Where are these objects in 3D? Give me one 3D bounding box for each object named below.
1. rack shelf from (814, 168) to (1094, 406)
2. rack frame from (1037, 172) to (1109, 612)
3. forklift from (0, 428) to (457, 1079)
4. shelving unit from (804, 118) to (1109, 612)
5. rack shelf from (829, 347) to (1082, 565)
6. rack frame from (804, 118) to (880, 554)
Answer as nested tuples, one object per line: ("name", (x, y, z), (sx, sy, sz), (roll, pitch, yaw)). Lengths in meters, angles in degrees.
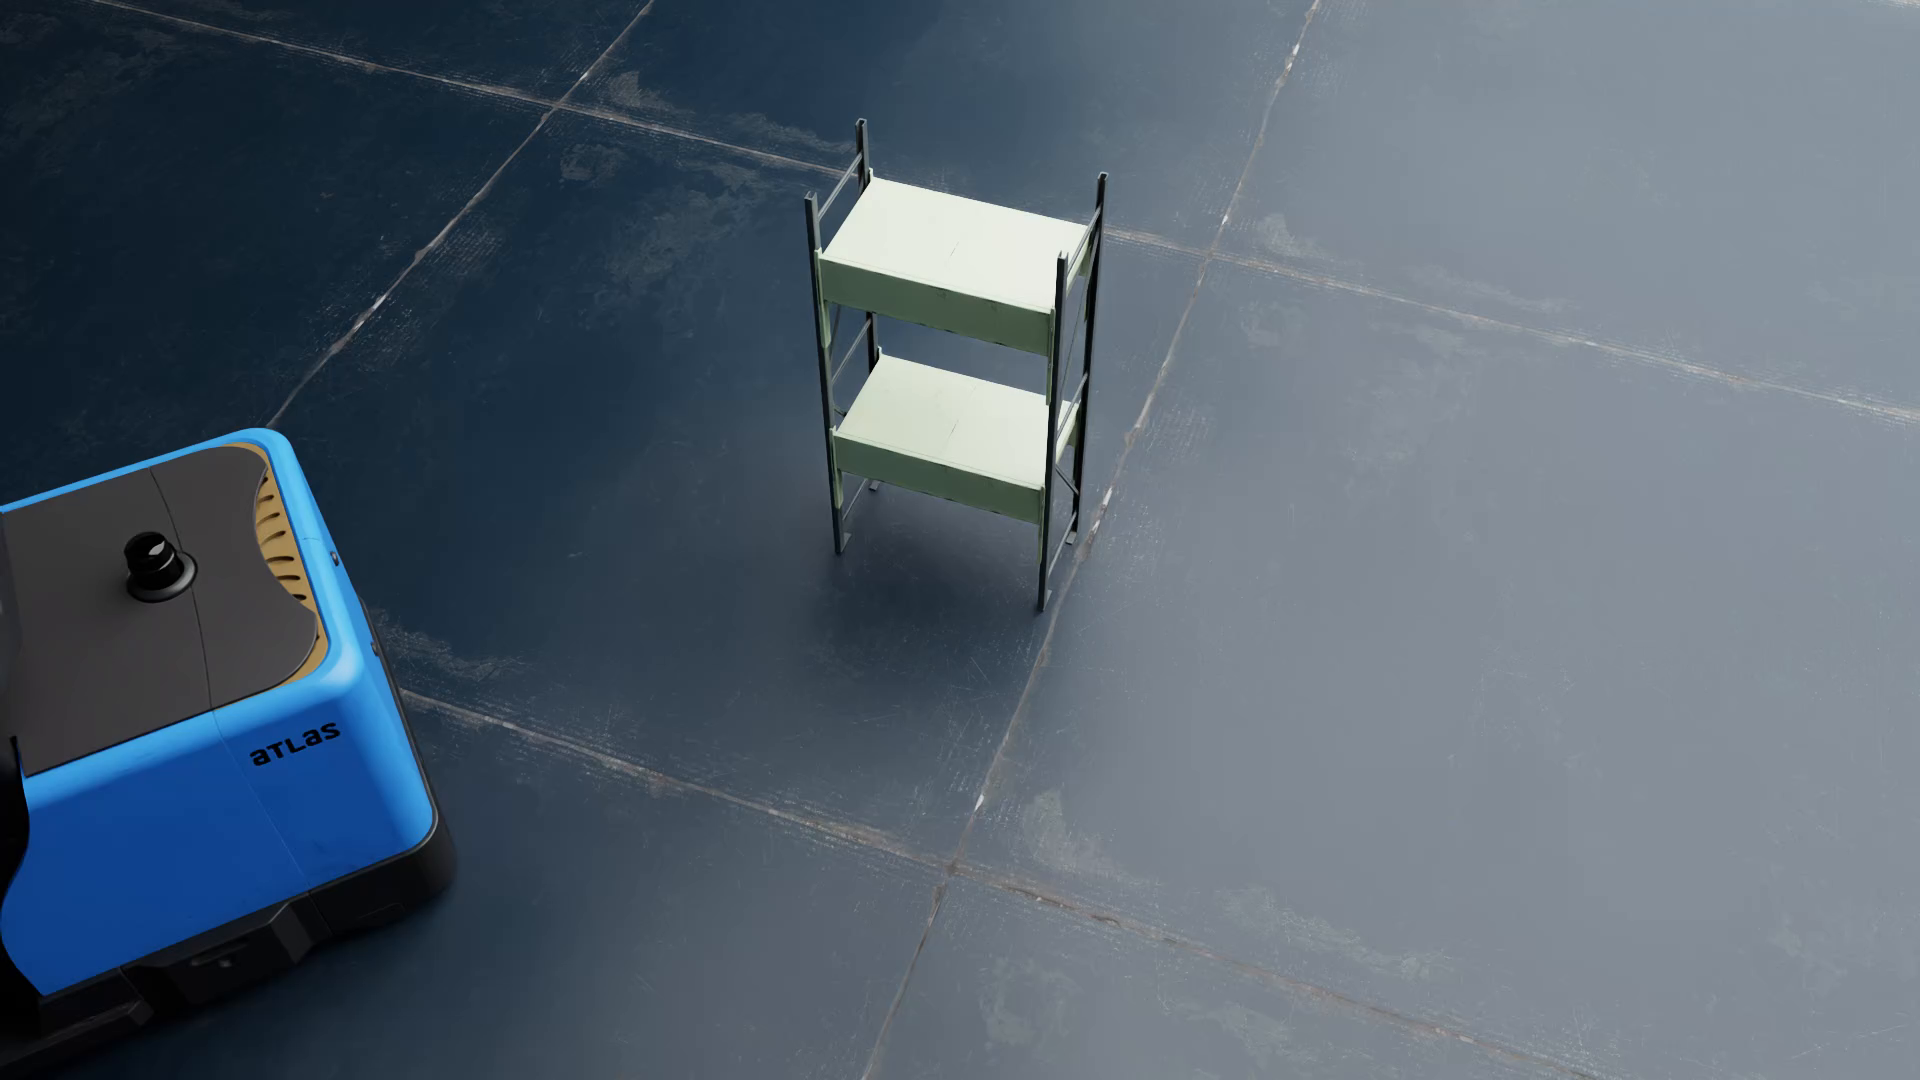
("rack shelf", (-0.006, -0.749, 4.890), (0.720, 0.370, 0.431), (16, 51, 13))
("rack frame", (0.337, -0.397, 5.102), (0.023, 1.500, 0.400), (16, 51, 13))
("forklift", (-3.013, 0.239, 3.603), (3.031, 2.935, 1.130), (-21, 52, -17))
("shelving unit", (-0.006, -0.493, 5.185), (0.755, 1.500, 0.431), (16, 51, 13))
("rack shelf", (-0.006, -0.279, 5.431), (0.720, 0.370, 0.431), (16, 51, 13))
("rack frame", (-0.350, -0.589, 5.268), (0.023, 1.500, 0.400), (16, 51, 13))
